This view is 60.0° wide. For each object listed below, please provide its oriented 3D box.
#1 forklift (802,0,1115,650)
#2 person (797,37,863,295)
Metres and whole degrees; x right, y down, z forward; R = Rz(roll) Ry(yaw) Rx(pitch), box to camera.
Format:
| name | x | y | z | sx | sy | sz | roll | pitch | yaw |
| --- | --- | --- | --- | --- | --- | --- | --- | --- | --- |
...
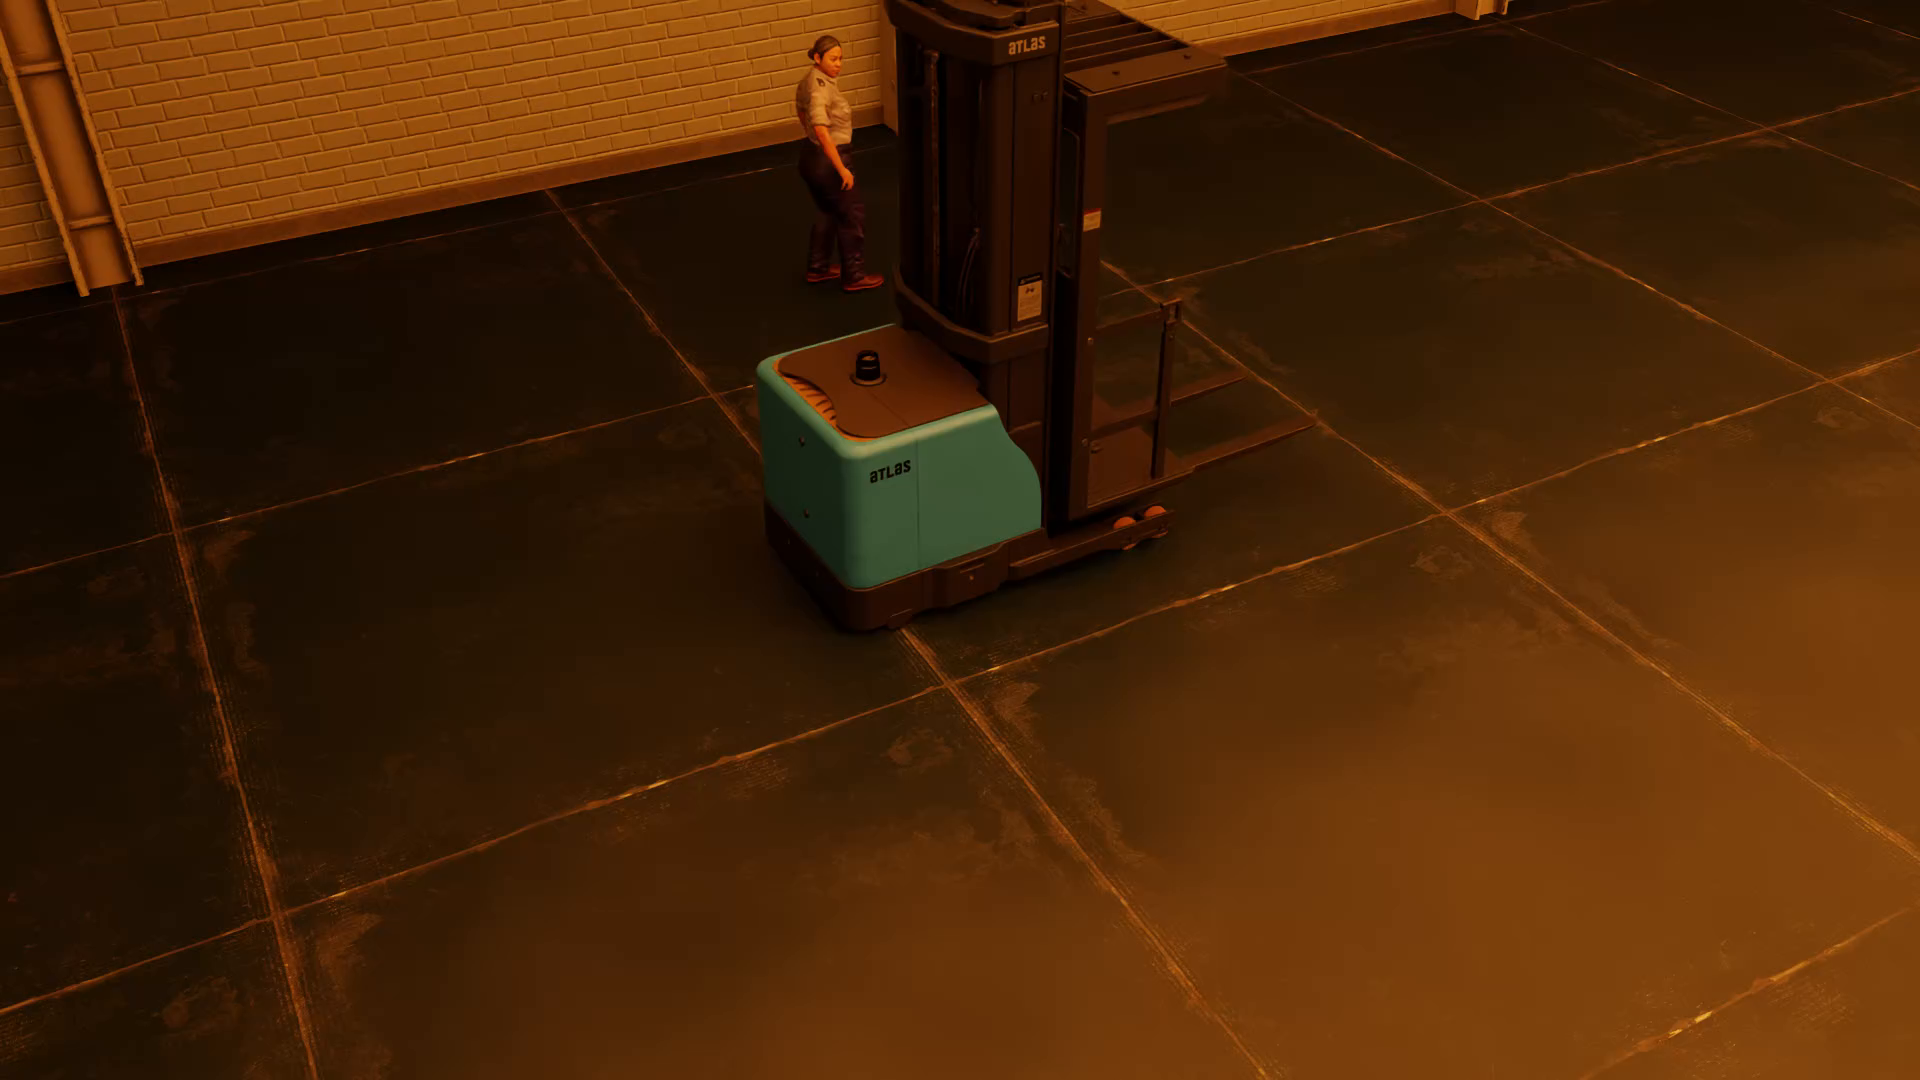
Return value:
| name | x | y | z | sx | sy | sz | roll | pitch | yaw |
| --- | --- | --- | --- | --- | --- | --- | --- | --- | --- |
| forklift | 0.113 | -1.527 | 8.284 | 1.130 | 2.935 | 3.031 | 8 | 36 | 11 |
| person | -0.831 | -2.393 | 10.624 | 0.348 | 1.653 | 0.479 | -15 | 38 | -21 |
